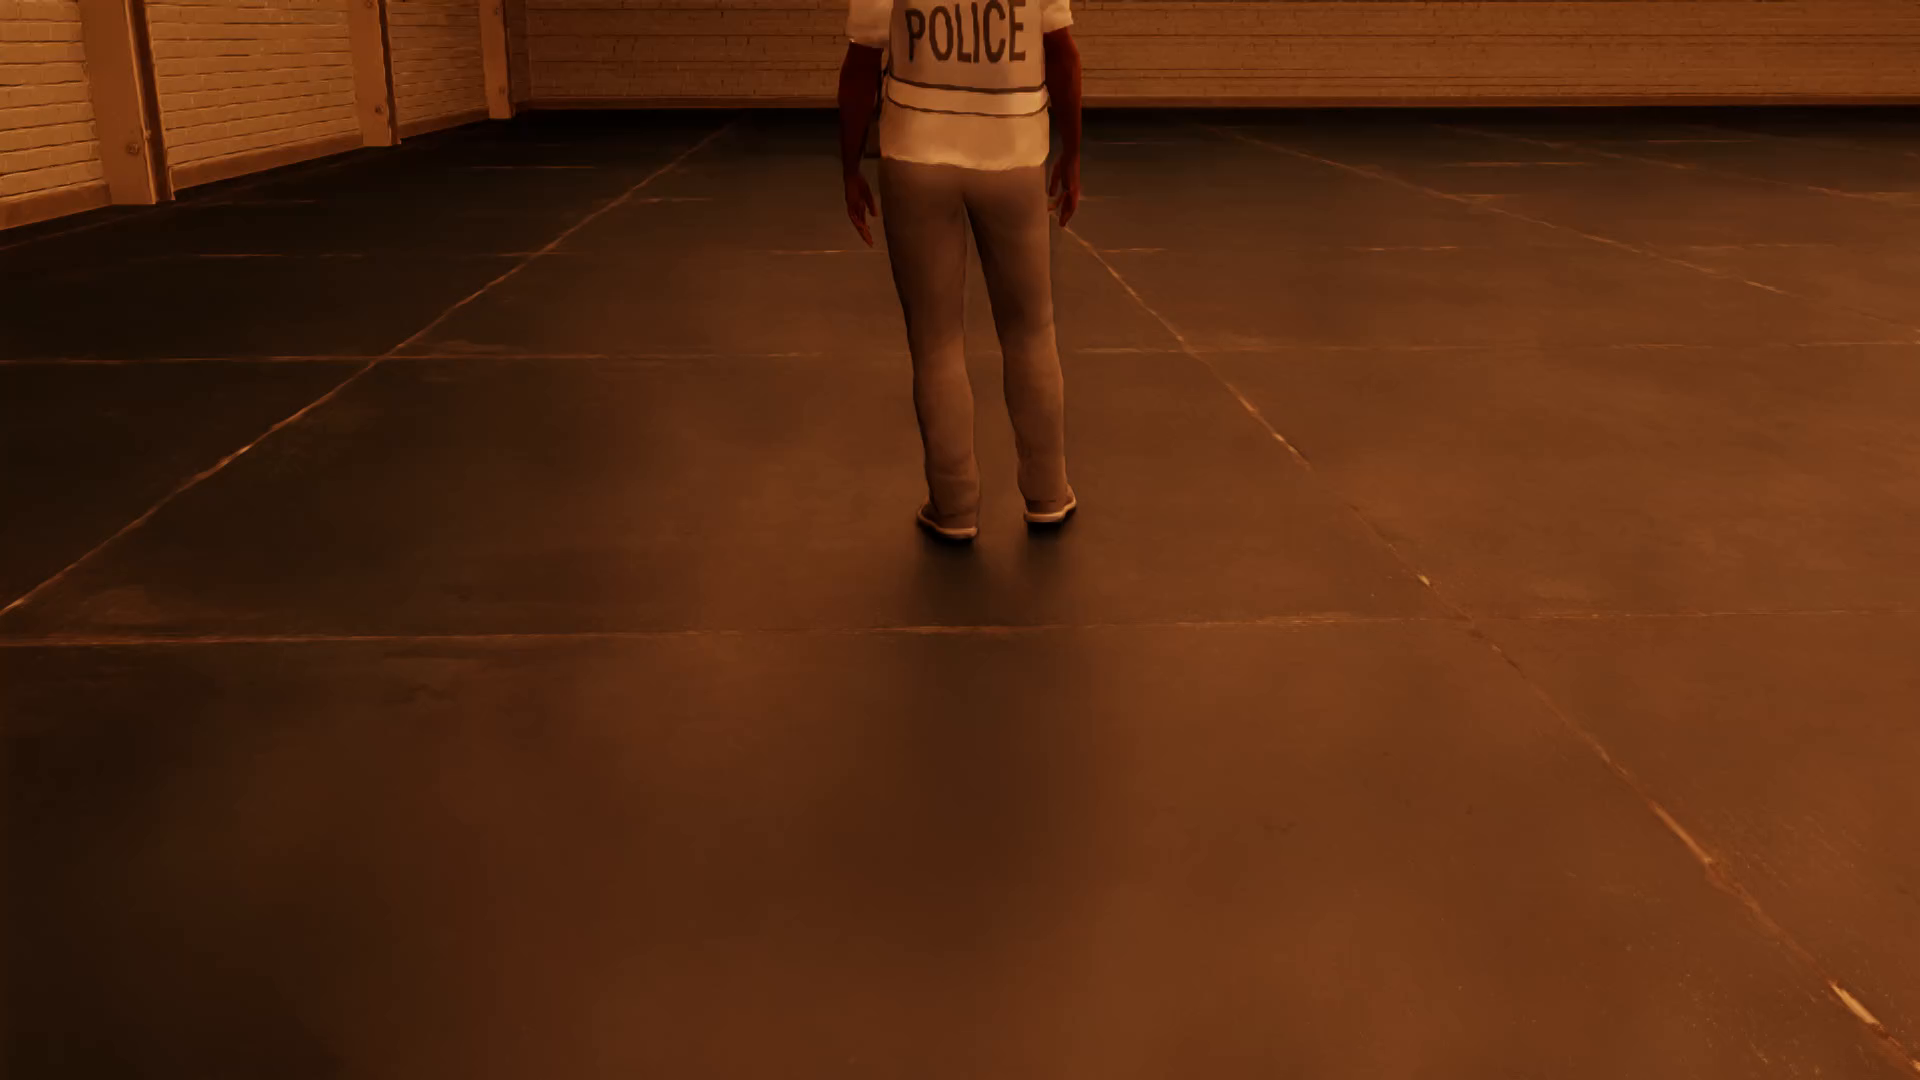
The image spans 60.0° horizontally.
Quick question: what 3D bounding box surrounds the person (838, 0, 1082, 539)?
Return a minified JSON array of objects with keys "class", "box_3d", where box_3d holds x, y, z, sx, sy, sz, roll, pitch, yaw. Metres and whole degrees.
[{"class":"person","box_3d":[0.026,-0.840,3.741,0.550,1.695,0.529,-1,17,-3]}]
